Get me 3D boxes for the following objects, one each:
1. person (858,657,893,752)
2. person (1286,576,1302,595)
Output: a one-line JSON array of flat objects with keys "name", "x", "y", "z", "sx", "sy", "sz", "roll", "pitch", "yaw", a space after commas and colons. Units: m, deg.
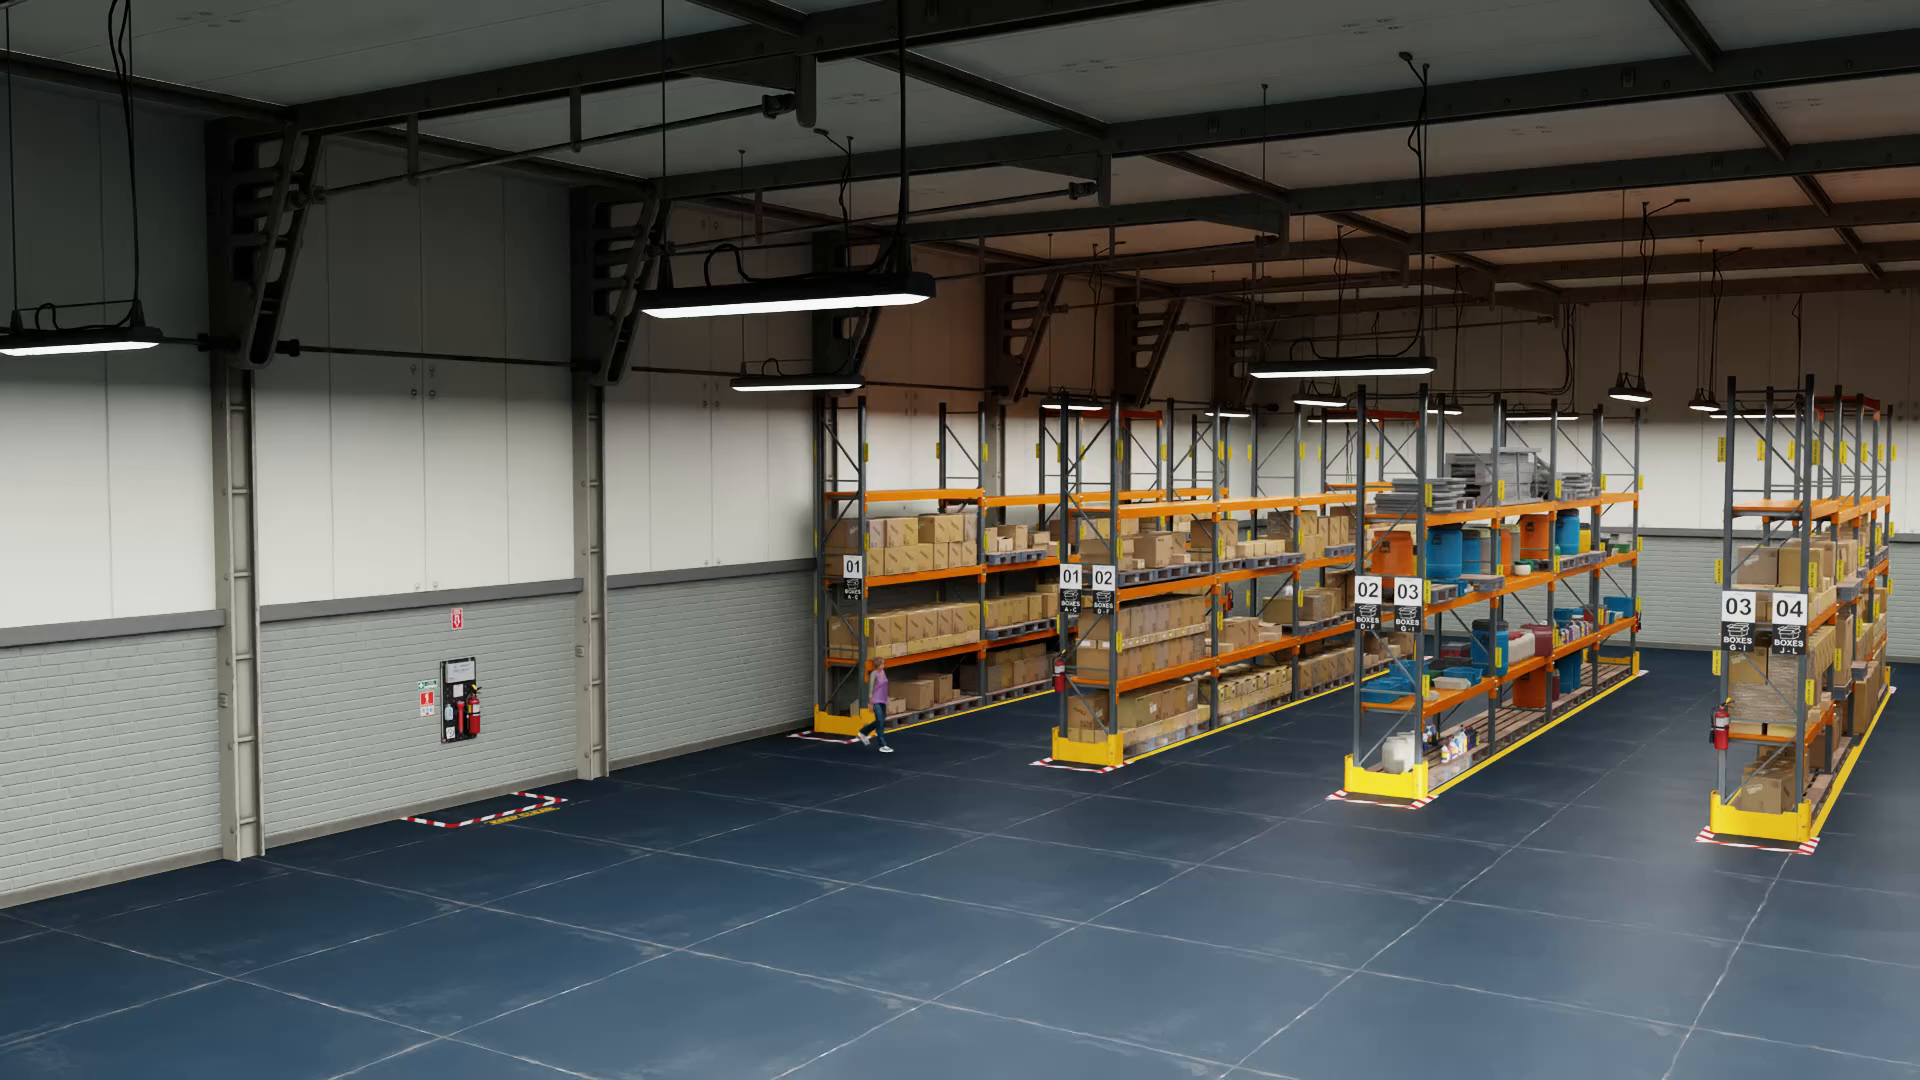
[{"name": "person", "x": -1.403, "y": 2.738, "z": 27.924, "sx": 0.764, "sy": 1.574, "sz": 0.445, "roll": 2, "pitch": 3, "yaw": 27}, {"name": "person", "x": 9.125, "y": 1.777, "z": 45.548, "sx": 0.472, "sy": 1.643, "sz": 0.781, "roll": -1, "pitch": 3, "yaw": -20}]
